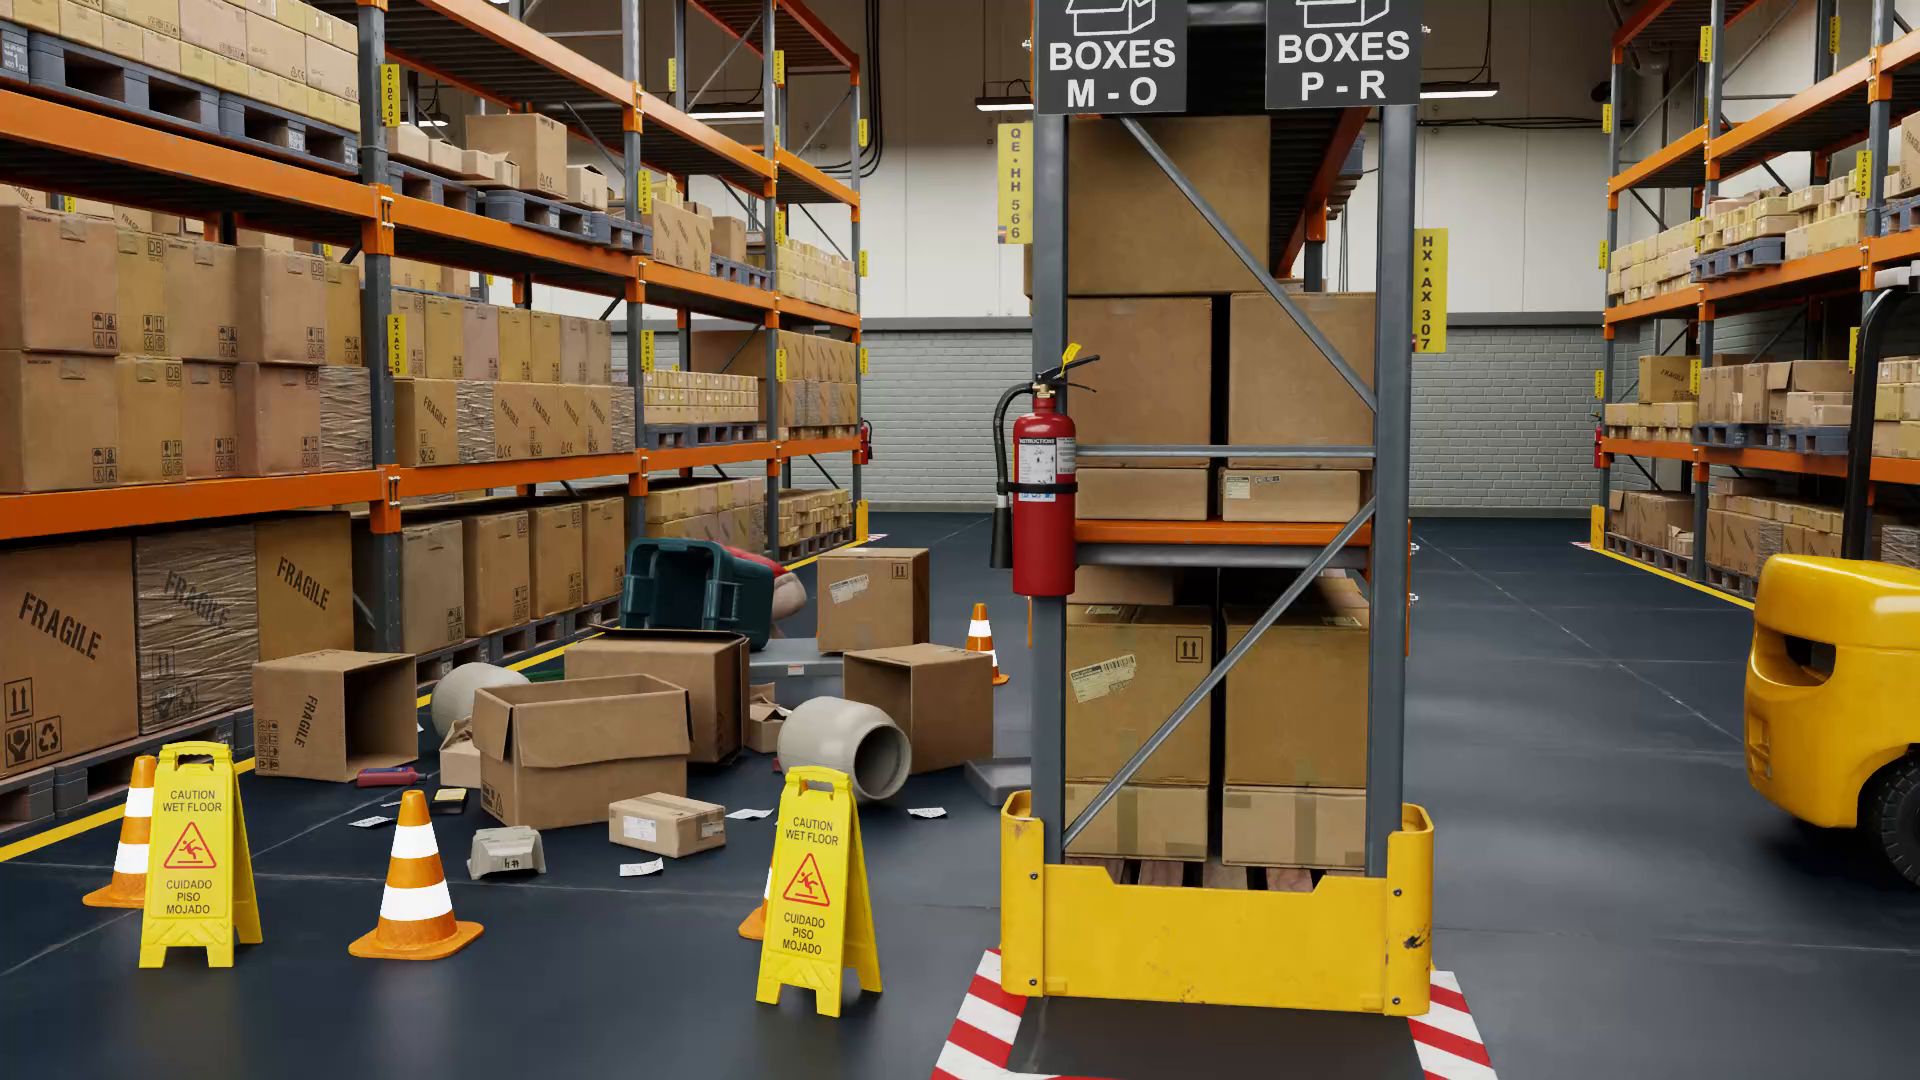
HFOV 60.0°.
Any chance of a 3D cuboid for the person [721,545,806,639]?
[{"bbox_3d":[-1.473,0.438,10.965,0.891,0.817,0.546,1,4,8],"label":"person"}]
